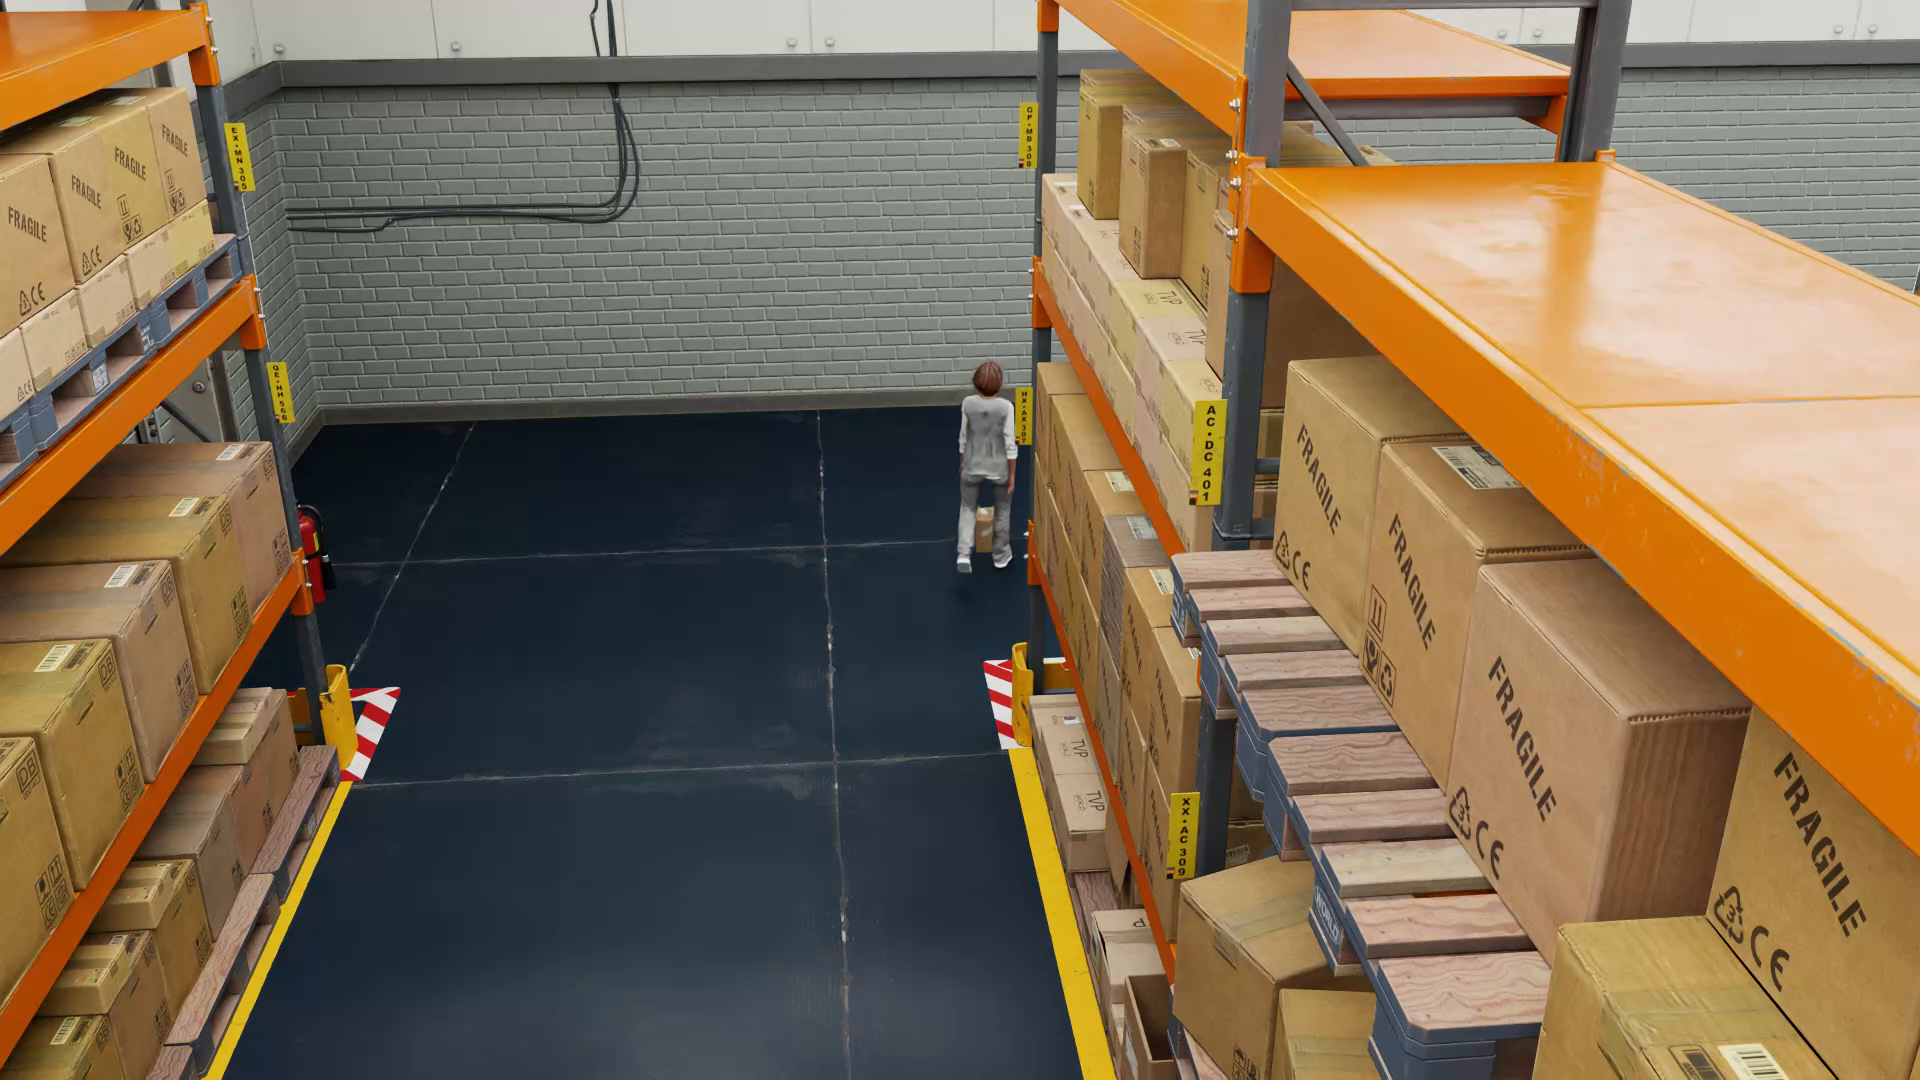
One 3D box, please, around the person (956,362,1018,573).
[{"bbox_3d":[0.192,-0.485,11.355,0.424,1.577,0.718,4,24,8],"label":"person"}]
